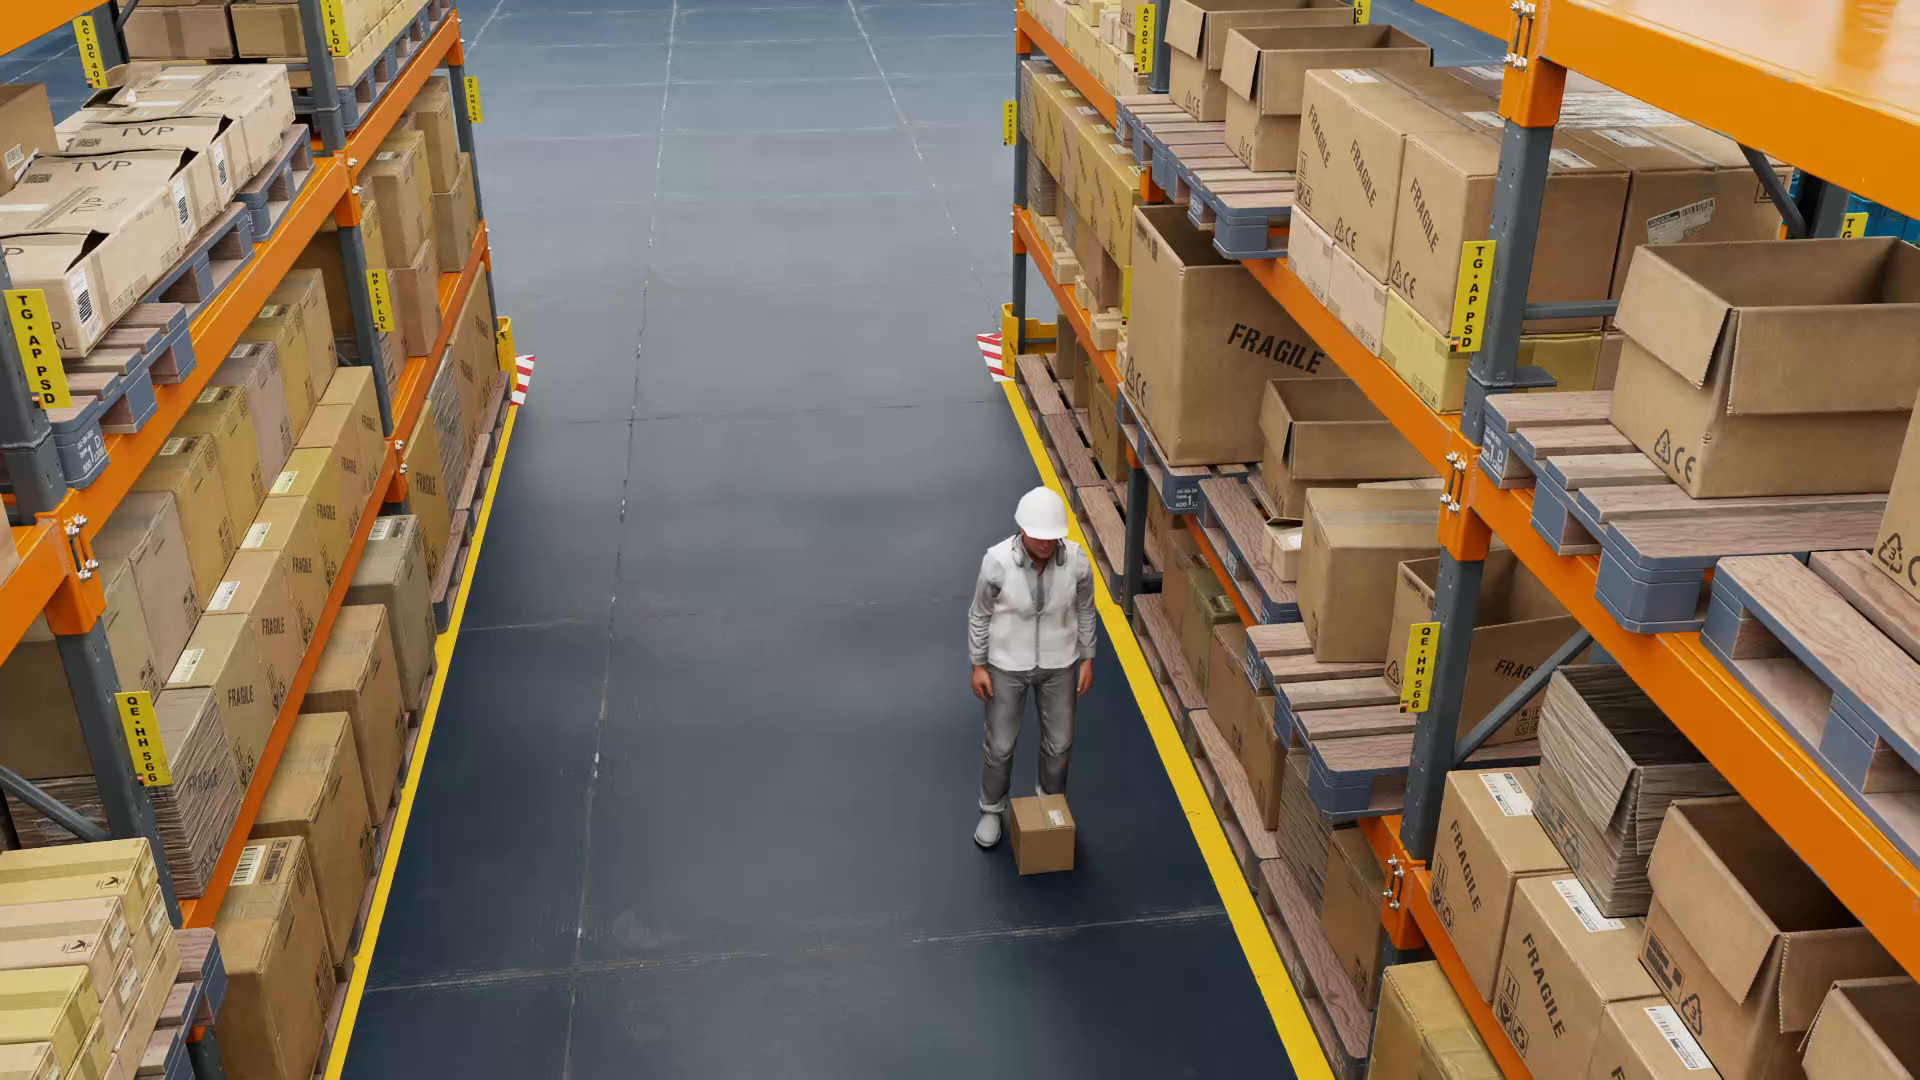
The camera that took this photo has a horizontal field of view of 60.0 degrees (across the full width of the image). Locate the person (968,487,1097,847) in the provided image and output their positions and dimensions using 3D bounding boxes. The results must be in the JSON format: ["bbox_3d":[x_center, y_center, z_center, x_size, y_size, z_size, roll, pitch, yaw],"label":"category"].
[{"bbox_3d":[0.326,0.554,7.499,0.581,1.772,0.460,-3,27,-7],"label":"person"}]
